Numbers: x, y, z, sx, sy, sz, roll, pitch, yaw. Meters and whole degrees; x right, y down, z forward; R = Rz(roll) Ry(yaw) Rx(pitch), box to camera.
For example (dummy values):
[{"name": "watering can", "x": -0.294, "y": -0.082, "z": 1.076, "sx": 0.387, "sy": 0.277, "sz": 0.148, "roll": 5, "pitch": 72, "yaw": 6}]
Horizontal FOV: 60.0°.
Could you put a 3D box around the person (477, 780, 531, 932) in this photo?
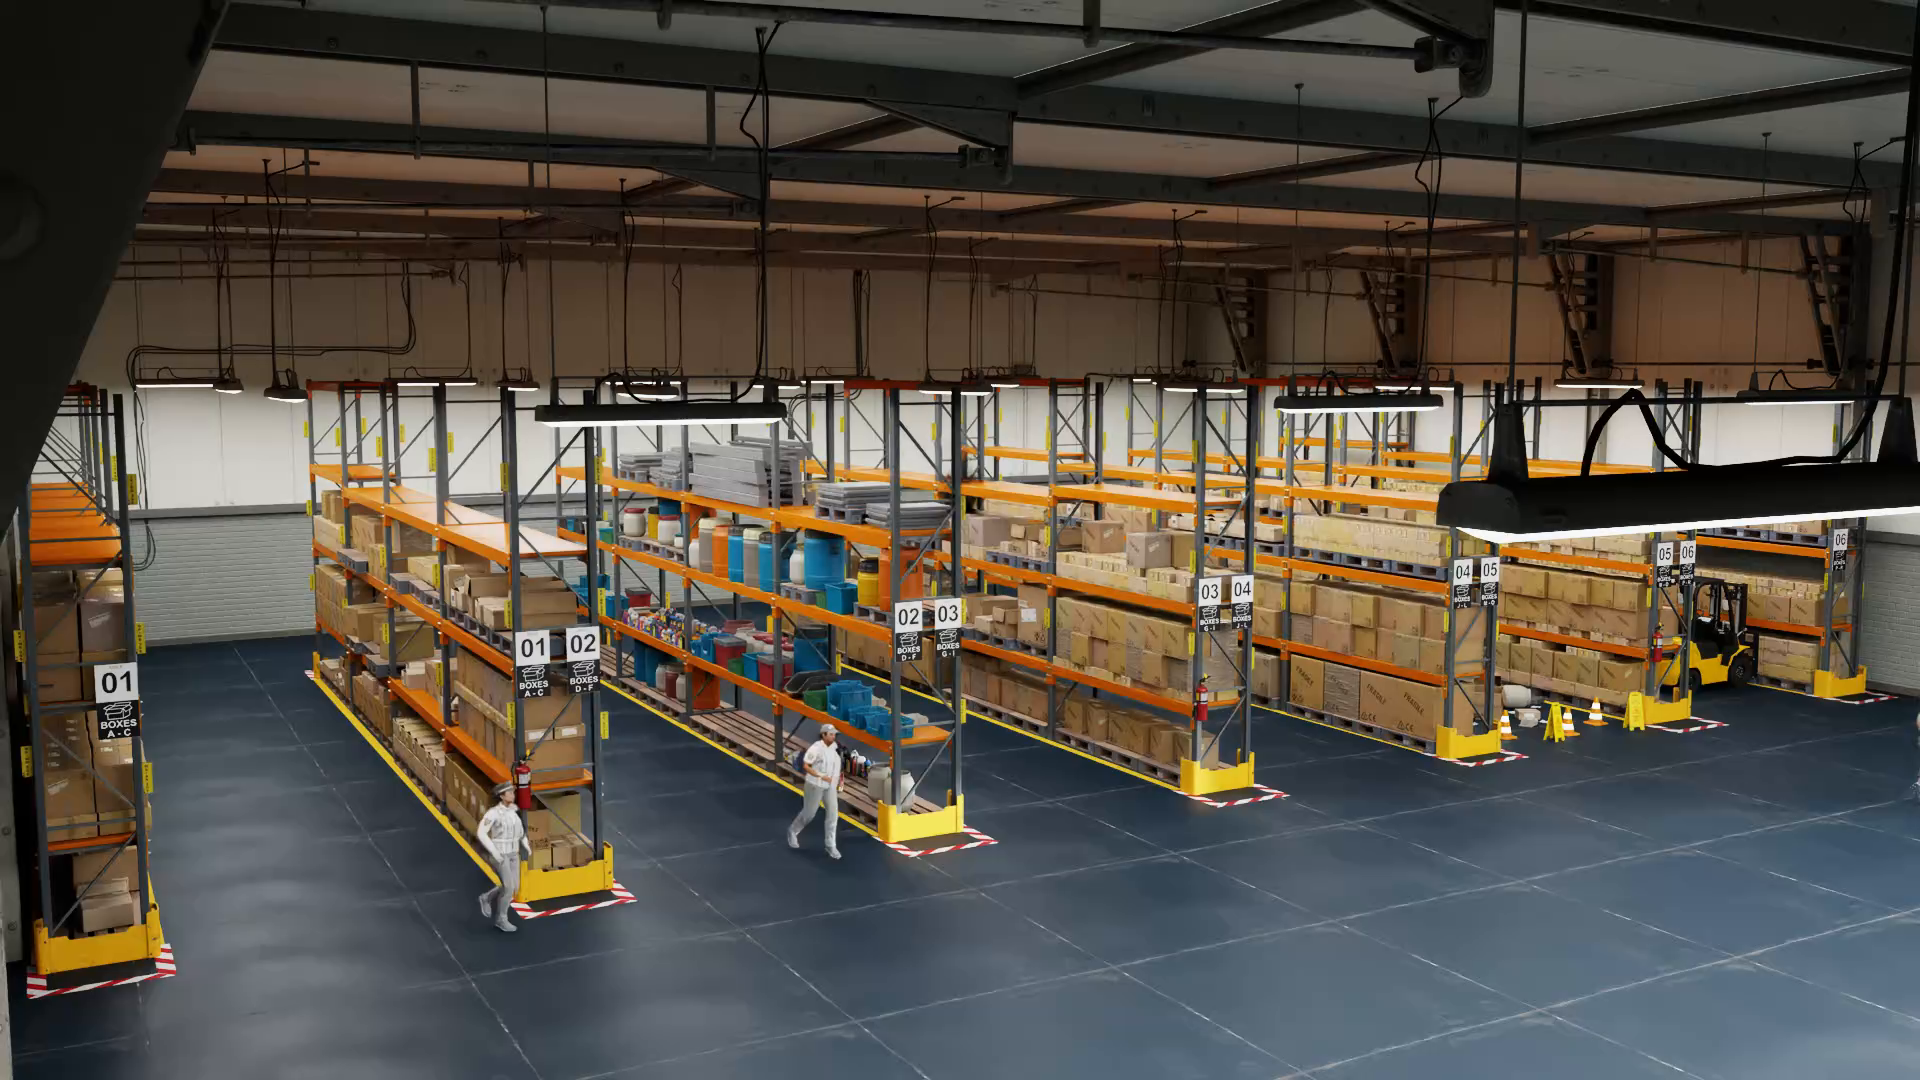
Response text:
[{"name": "person", "x": -5.173, "y": 3.533, "z": 18.763, "sx": 0.568, "sy": 1.659, "sz": 0.672, "roll": 3, "pitch": 7, "yaw": 25}]

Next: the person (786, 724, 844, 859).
[{"name": "person", "x": -1.778, "y": 3.215, "z": 21.606, "sx": 0.696, "sy": 1.676, "sz": 0.859, "roll": -6, "pitch": 9, "yaw": -44}]
